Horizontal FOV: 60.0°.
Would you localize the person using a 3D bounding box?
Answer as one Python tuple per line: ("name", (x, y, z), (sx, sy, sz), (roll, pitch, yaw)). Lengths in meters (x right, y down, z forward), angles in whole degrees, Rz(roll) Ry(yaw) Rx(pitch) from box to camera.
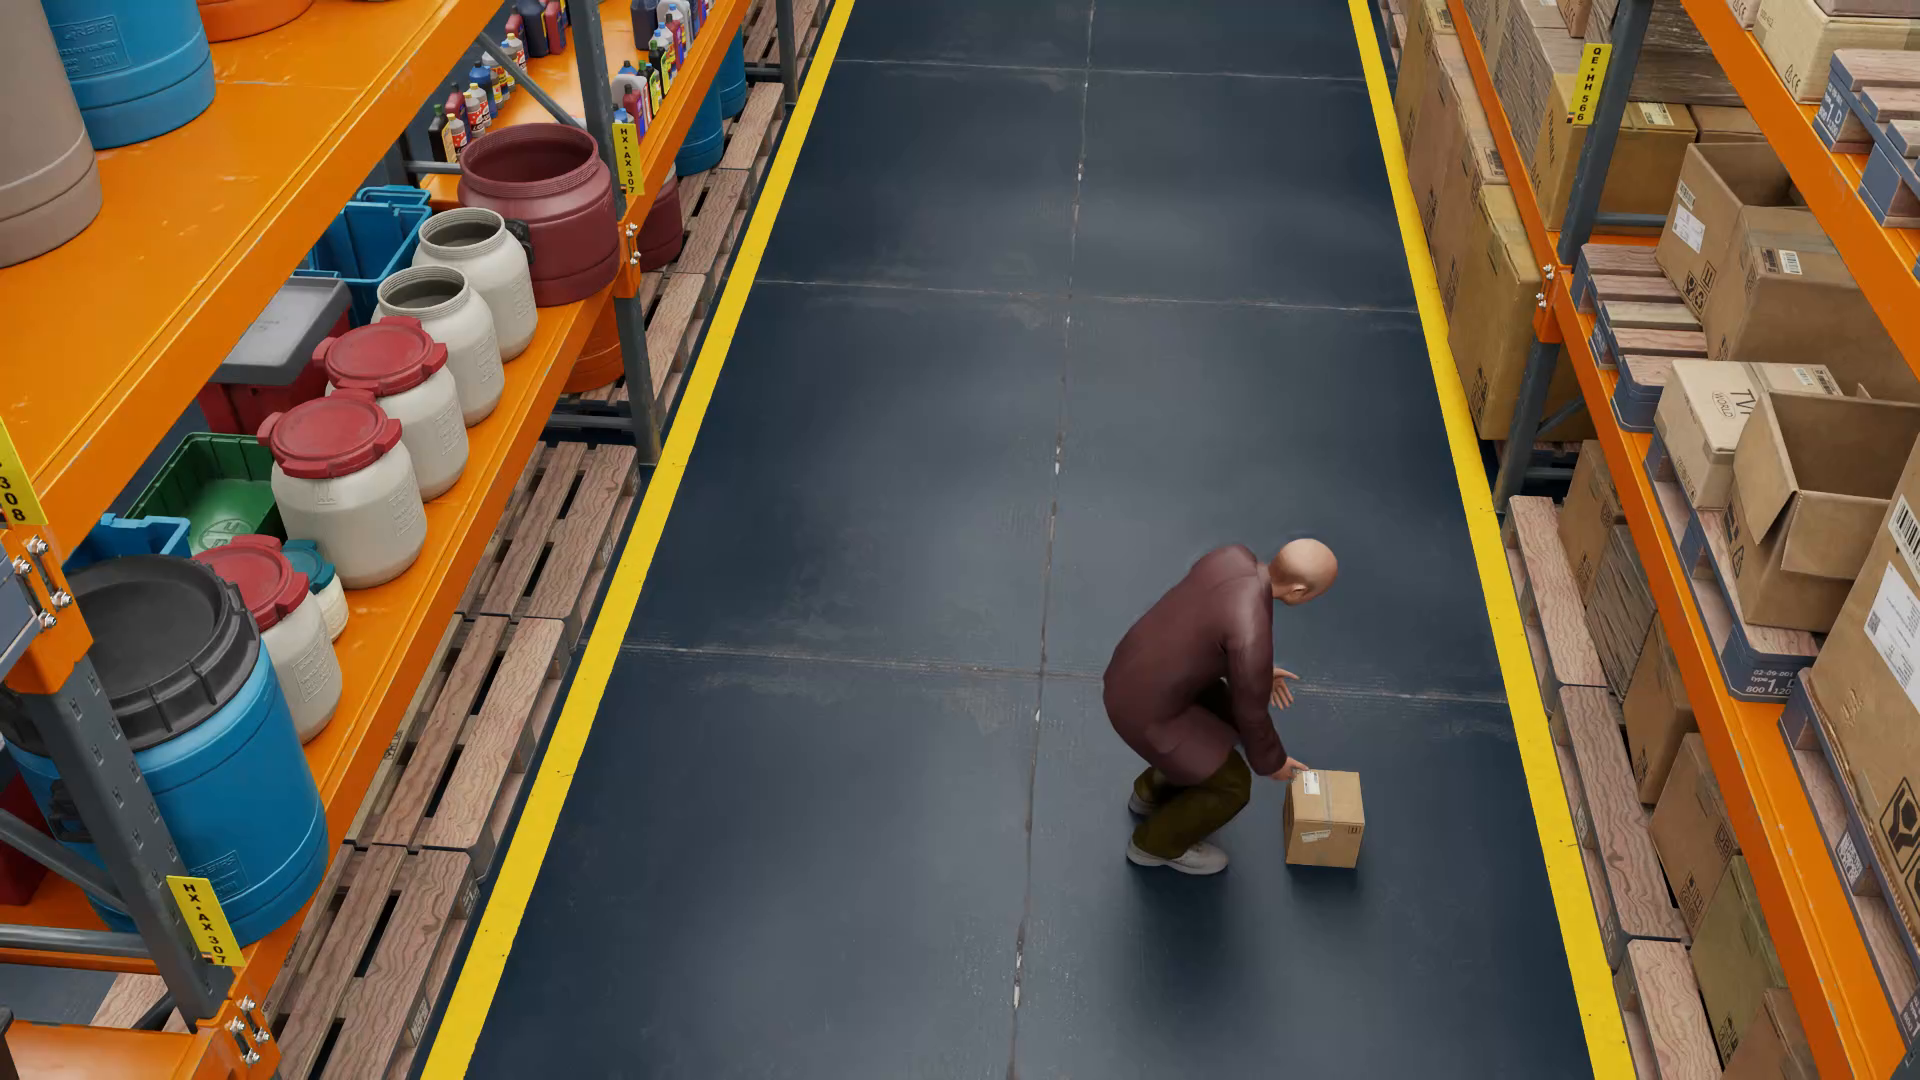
("person", (0.866, 0.541, 5.818), (0.737, 1.393, 0.633), (3, 40, 4))
